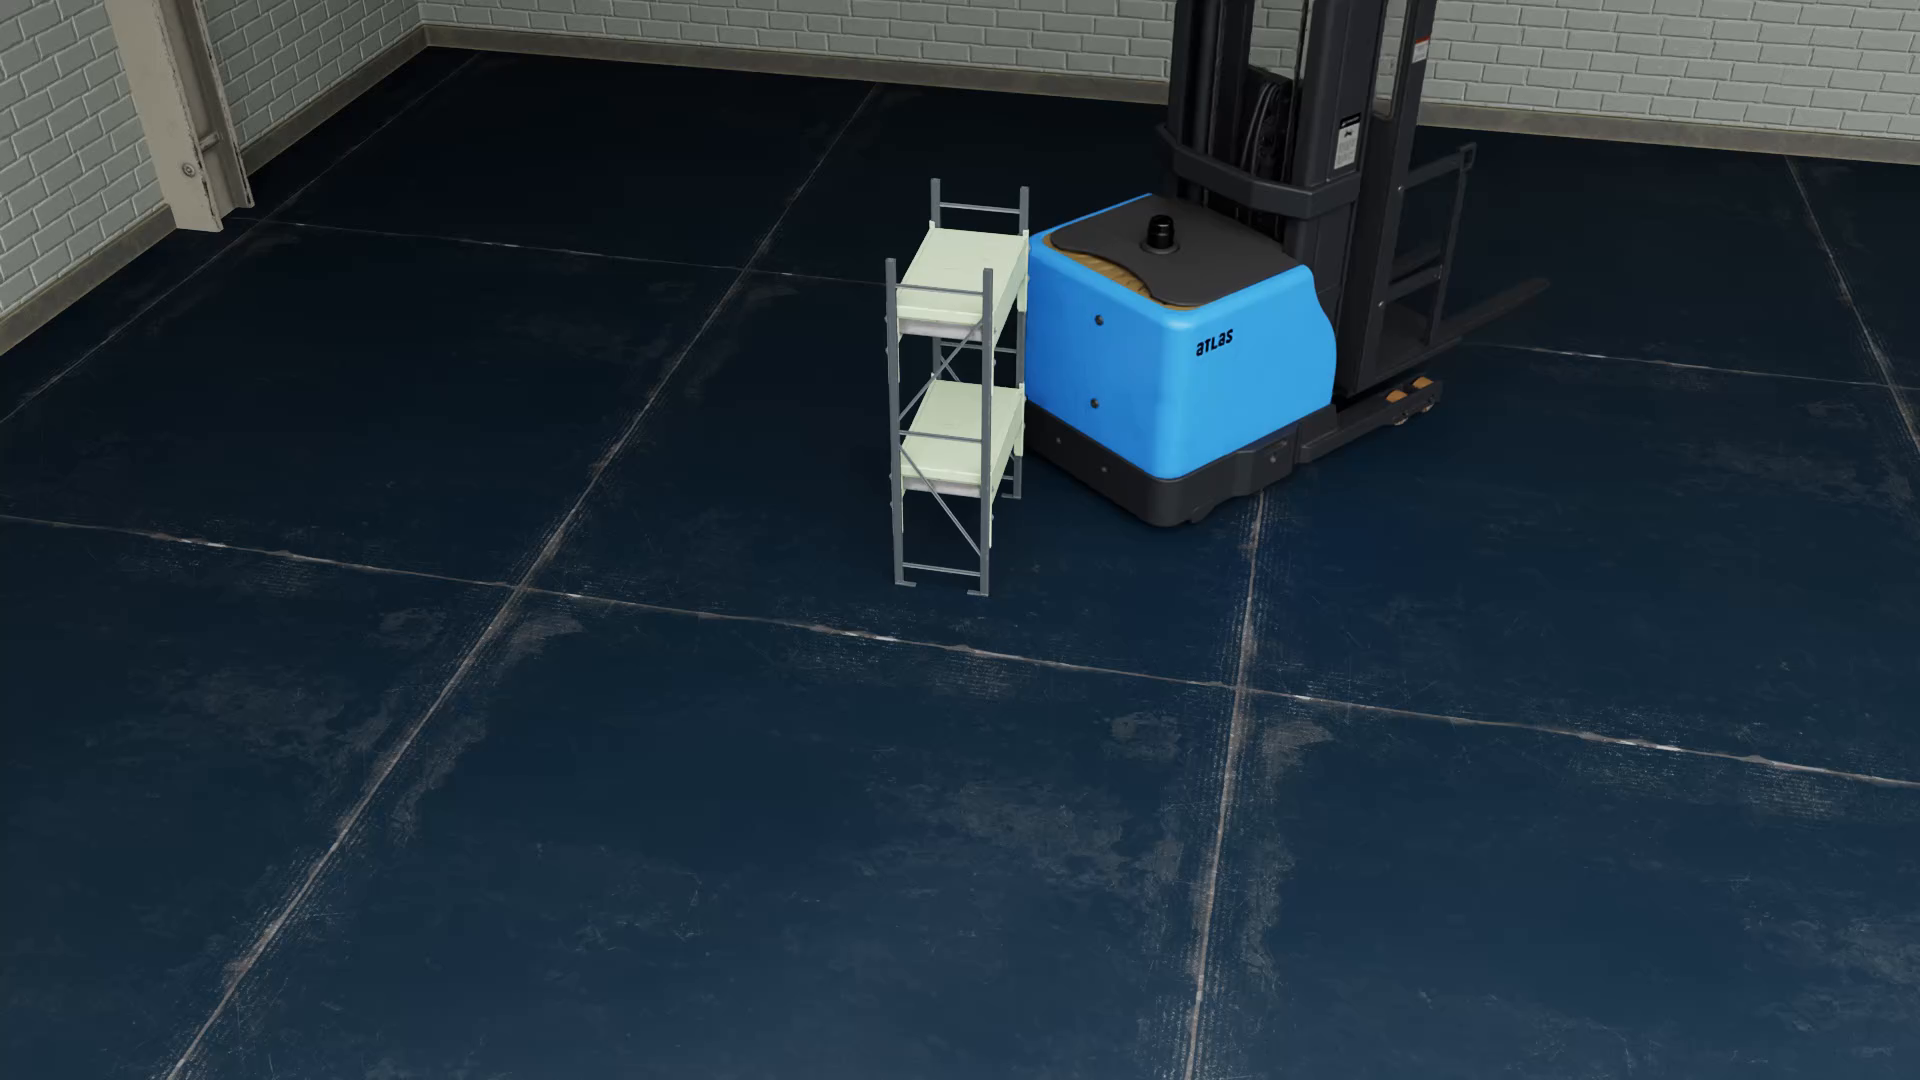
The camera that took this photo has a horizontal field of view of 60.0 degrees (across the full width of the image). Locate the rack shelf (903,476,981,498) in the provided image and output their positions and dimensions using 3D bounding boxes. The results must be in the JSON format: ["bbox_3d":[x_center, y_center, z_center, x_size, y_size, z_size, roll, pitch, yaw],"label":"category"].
[{"bbox_3d":[0.001,-0.405,6.964,0.332,0.071,0.664,7,37,10],"label":"rack shelf"}]

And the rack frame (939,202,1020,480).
[{"bbox_3d":[0.078,-0.821,7.105,0.380,1.308,0.010,7,37,10],"label":"rack frame"}]

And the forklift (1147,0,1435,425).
[{"bbox_3d":[1.727,-1.952,7.446,3.031,2.935,1.109,-25,43,-31],"label":"forklift"}]

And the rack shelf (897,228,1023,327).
[{"bbox_3d":[0.001,-1.035,6.508,0.368,0.052,0.686,7,37,10],"label":"rack shelf"}]

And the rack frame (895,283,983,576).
[{"bbox_3d":[-0.078,-0.401,6.526,0.380,1.308,0.010,7,37,10],"label":"rack frame"}]

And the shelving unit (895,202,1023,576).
[{"bbox_3d":[0.000,-0.611,6.815,0.380,1.308,0.742,7,37,10],"label":"shelving unit"}]
